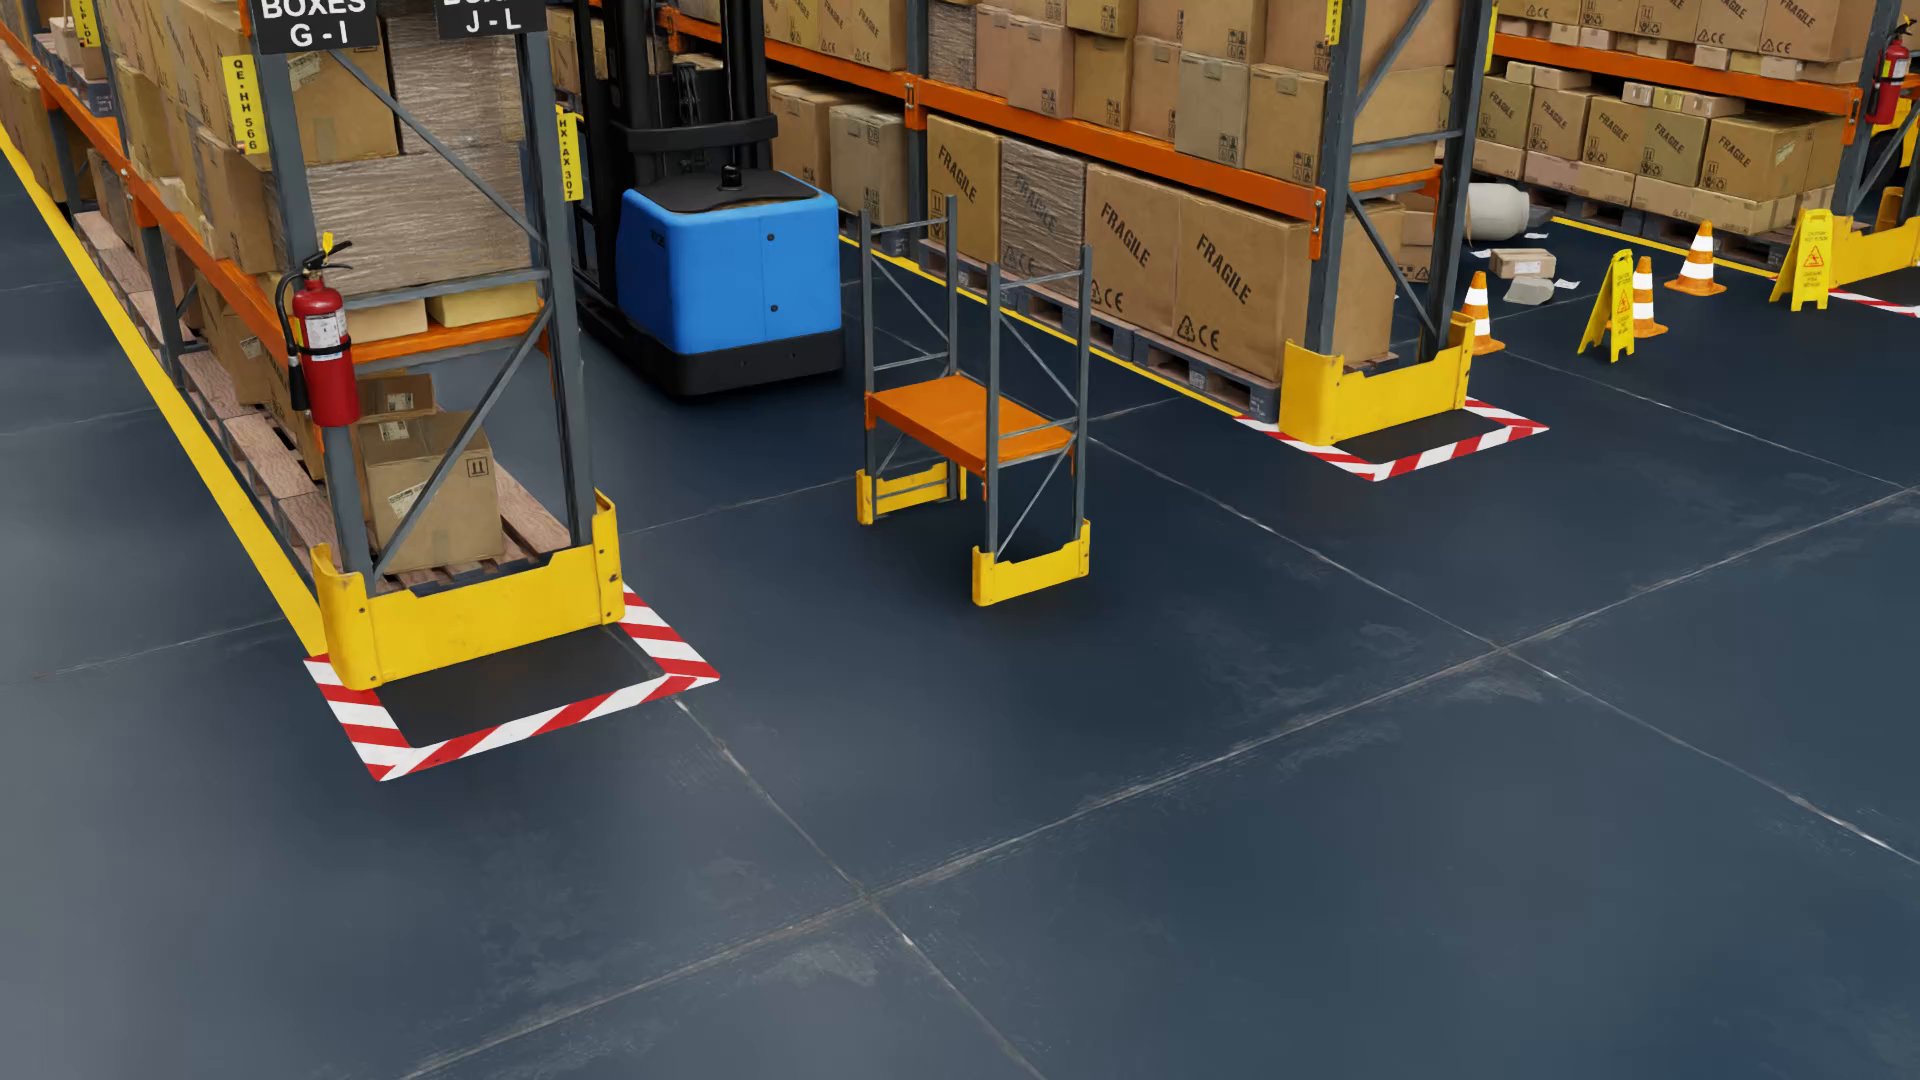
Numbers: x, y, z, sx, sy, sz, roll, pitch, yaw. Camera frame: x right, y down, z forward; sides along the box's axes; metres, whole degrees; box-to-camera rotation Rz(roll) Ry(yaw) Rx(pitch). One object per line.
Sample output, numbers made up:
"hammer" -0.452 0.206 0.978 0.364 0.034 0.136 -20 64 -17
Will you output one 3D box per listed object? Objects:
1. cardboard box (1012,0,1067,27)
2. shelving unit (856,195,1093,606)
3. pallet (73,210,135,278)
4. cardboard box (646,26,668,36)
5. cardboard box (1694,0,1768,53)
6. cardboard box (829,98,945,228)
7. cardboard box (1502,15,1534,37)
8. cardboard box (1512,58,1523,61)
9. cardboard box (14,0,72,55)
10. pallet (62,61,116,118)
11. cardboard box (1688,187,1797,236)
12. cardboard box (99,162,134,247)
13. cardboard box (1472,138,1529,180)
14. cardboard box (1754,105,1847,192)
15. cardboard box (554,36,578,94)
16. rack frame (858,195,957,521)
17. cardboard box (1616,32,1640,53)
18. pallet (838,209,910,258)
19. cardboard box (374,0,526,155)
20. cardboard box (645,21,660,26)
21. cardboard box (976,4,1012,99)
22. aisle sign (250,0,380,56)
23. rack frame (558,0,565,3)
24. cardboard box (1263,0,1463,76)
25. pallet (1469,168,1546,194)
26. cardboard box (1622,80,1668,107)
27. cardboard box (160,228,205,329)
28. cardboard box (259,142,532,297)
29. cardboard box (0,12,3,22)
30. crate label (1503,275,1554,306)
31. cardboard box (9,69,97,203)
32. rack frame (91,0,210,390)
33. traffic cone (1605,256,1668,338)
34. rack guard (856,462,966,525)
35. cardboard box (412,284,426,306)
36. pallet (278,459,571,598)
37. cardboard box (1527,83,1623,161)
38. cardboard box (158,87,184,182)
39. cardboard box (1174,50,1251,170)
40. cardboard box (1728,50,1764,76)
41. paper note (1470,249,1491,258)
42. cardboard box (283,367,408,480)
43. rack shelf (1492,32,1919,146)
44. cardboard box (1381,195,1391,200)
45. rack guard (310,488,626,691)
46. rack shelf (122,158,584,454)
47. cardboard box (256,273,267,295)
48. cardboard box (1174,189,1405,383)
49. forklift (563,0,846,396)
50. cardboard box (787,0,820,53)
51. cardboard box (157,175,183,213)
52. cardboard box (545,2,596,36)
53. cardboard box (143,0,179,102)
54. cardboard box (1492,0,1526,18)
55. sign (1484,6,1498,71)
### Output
"cardboard box" 0.837 -3.498 10.206 0.875 0.550 0.550 -16 29 -30
"shelving unit" 0.042 -0.651 7.372 0.587 1.500 1.083 -16 29 -30
"pallet" -5.882 -2.247 12.263 1.003 0.211 1.213 -16 29 -30
"cardboard box" -2.975 -4.668 15.682 0.500 0.250 0.500 -15 29 -29
"cardboard box" 5.566 -3.726 11.663 0.500 0.500 0.500 -15 29 -29
"cardboard box" -0.327 -2.851 12.418 1.050 0.750 0.750 -16 29 -30
"cardboard box" 4.540 -4.103 13.222 0.380 0.149 0.250 -15 29 -28
"cardboard box" 4.727 -3.803 14.143 0.500 0.500 0.500 -16 30 -30
"cardboard box" -6.785 -3.952 12.491 0.500 0.500 0.500 -15 29 -28
"pallet" -5.193 -3.003 10.822 1.003 0.211 1.213 -16 29 -30
"cardboard box" 5.683 -2.417 12.086 0.500 0.250 0.500 -16 29 -30
"cardboard box" -5.612 -2.426 11.788 0.700 0.500 0.500 -18 31 -34
"cardboard box" 4.576 -3.151 13.640 0.500 0.250 0.500 -14 29 -27
"cardboard box" 6.140 -2.883 12.194 0.500 0.500 0.500 -17 30 -31
"cardboard box" -3.809 -4.883 17.016 0.500 0.500 0.500 -14 29 -27
"rack frame" -0.231 -0.830 7.750 0.500 1.500 0.032 -16 29 -30
"cardboard box" 5.161 -3.758 12.490 0.380 0.149 0.250 -16 29 -30
"pallet" -0.398 -2.474 12.744 1.003 0.211 1.213 -16 29 -30
"cardboard box" -2.012 -1.819 6.452 0.500 0.500 0.500 -16 29 -30
"cardboard box" -2.807 -4.971 16.324 0.500 0.250 0.500 -15 29 -29
"cardboard box" 0.617 -3.224 10.890 0.875 0.550 0.550 -16 29 -30
"aisle sign" -2.158 -2.010 5.449 0.394 0.787 0.004 -16 29 -30
"rack frame" -4.280 -6.338 17.663 1.000 3.000 0.127 -16 29 -30
"cardboard box" 2.100 -2.744 8.609 0.875 0.550 0.550 -16 29 -30
"pallet" 4.575 -3.174 14.226 1.003 0.211 1.213 -16 29 -30
"cardboard box" 5.173 -3.342 12.406 0.380 0.149 0.250 -14 29 -27
"cardboard box" -4.441 -1.650 10.145 0.700 0.500 0.500 -18 31 -33
"cardboard box" -2.218 -1.309 6.544 0.875 0.500 0.500 -16 29 -30
"cardboard box" -7.902 -4.682 14.038 0.500 0.500 0.500 -16 30 -31
"crate label" 3.821 -1.681 11.151 0.298 0.136 0.250 12 28 24
"cardboard box" -6.667 -3.269 13.157 1.225 0.875 0.875 -17 30 -32
"rack frame" -4.124 -2.357 9.230 1.000 3.000 0.127 -16 29 -30
"traffic cone" 4.303 -1.562 10.516 0.336 0.463 0.334 -16 29 -30
"rack guard" -0.230 -0.264 8.016 0.587 0.250 0.087 -16 29 -30
"cardboard box" -2.017 -1.064 6.785 0.380 0.149 0.250 -16 29 -30
"pallet" -2.396 0.008 7.485 1.003 0.211 1.213 -16 29 -30
"cardboard box" 4.859 -3.304 13.085 0.500 0.500 0.500 -14 29 -27
"cardboard box" -3.329 -2.019 8.048 0.875 0.500 0.500 -16 29 -30
"cardboard box" 1.711 -2.428 9.204 0.875 0.550 0.550 -16 29 -30
"cardboard box" 5.626 -3.368 11.664 0.380 0.149 0.250 -16 30 -30
"paper note" 3.841 -2.101 12.179 0.148 0.019 0.142 -6 26 -12
"cardboard box" -2.948 -0.647 8.044 0.500 0.500 0.500 -13 28 -25
"rack shelf" 5.271 -3.626 12.760 1.077 0.370 4.000 -16 29 -30
"cardboard box" 2.765 -2.539 12.381 0.797 0.637 0.503 -16 29 -30
"rack guard" -1.982 0.177 6.790 1.175 0.500 0.348 -16 29 -30
"rack shelf" -3.032 -1.317 7.868 1.077 0.370 4.000 -16 29 -30
"cardboard box" -2.708 -1.127 6.917 0.380 0.149 0.250 -16 29 -30
"cardboard box" 1.845 -1.503 9.416 0.875 0.875 0.875 -15 29 -29
"forklift" -1.827 -2.723 10.085 1.130 2.935 3.031 -13 28 -26
"cardboard box" -0.974 -4.008 12.609 0.500 0.500 0.500 -15 29 -29
"cardboard box" -3.727 -1.735 8.206 0.380 0.149 0.250 -16 29 -30
"cardboard box" -4.098 -5.411 17.257 0.500 0.250 0.500 -17 30 -32
"cardboard box" -3.262 -2.235 7.334 0.500 0.500 0.500 -16 29 -30
"cardboard box" 4.479 -4.450 13.197 0.500 0.500 0.500 -16 29 -30
"sign" 2.739 -2.601 8.639 0.100 0.325 0.005 -16 29 -30
